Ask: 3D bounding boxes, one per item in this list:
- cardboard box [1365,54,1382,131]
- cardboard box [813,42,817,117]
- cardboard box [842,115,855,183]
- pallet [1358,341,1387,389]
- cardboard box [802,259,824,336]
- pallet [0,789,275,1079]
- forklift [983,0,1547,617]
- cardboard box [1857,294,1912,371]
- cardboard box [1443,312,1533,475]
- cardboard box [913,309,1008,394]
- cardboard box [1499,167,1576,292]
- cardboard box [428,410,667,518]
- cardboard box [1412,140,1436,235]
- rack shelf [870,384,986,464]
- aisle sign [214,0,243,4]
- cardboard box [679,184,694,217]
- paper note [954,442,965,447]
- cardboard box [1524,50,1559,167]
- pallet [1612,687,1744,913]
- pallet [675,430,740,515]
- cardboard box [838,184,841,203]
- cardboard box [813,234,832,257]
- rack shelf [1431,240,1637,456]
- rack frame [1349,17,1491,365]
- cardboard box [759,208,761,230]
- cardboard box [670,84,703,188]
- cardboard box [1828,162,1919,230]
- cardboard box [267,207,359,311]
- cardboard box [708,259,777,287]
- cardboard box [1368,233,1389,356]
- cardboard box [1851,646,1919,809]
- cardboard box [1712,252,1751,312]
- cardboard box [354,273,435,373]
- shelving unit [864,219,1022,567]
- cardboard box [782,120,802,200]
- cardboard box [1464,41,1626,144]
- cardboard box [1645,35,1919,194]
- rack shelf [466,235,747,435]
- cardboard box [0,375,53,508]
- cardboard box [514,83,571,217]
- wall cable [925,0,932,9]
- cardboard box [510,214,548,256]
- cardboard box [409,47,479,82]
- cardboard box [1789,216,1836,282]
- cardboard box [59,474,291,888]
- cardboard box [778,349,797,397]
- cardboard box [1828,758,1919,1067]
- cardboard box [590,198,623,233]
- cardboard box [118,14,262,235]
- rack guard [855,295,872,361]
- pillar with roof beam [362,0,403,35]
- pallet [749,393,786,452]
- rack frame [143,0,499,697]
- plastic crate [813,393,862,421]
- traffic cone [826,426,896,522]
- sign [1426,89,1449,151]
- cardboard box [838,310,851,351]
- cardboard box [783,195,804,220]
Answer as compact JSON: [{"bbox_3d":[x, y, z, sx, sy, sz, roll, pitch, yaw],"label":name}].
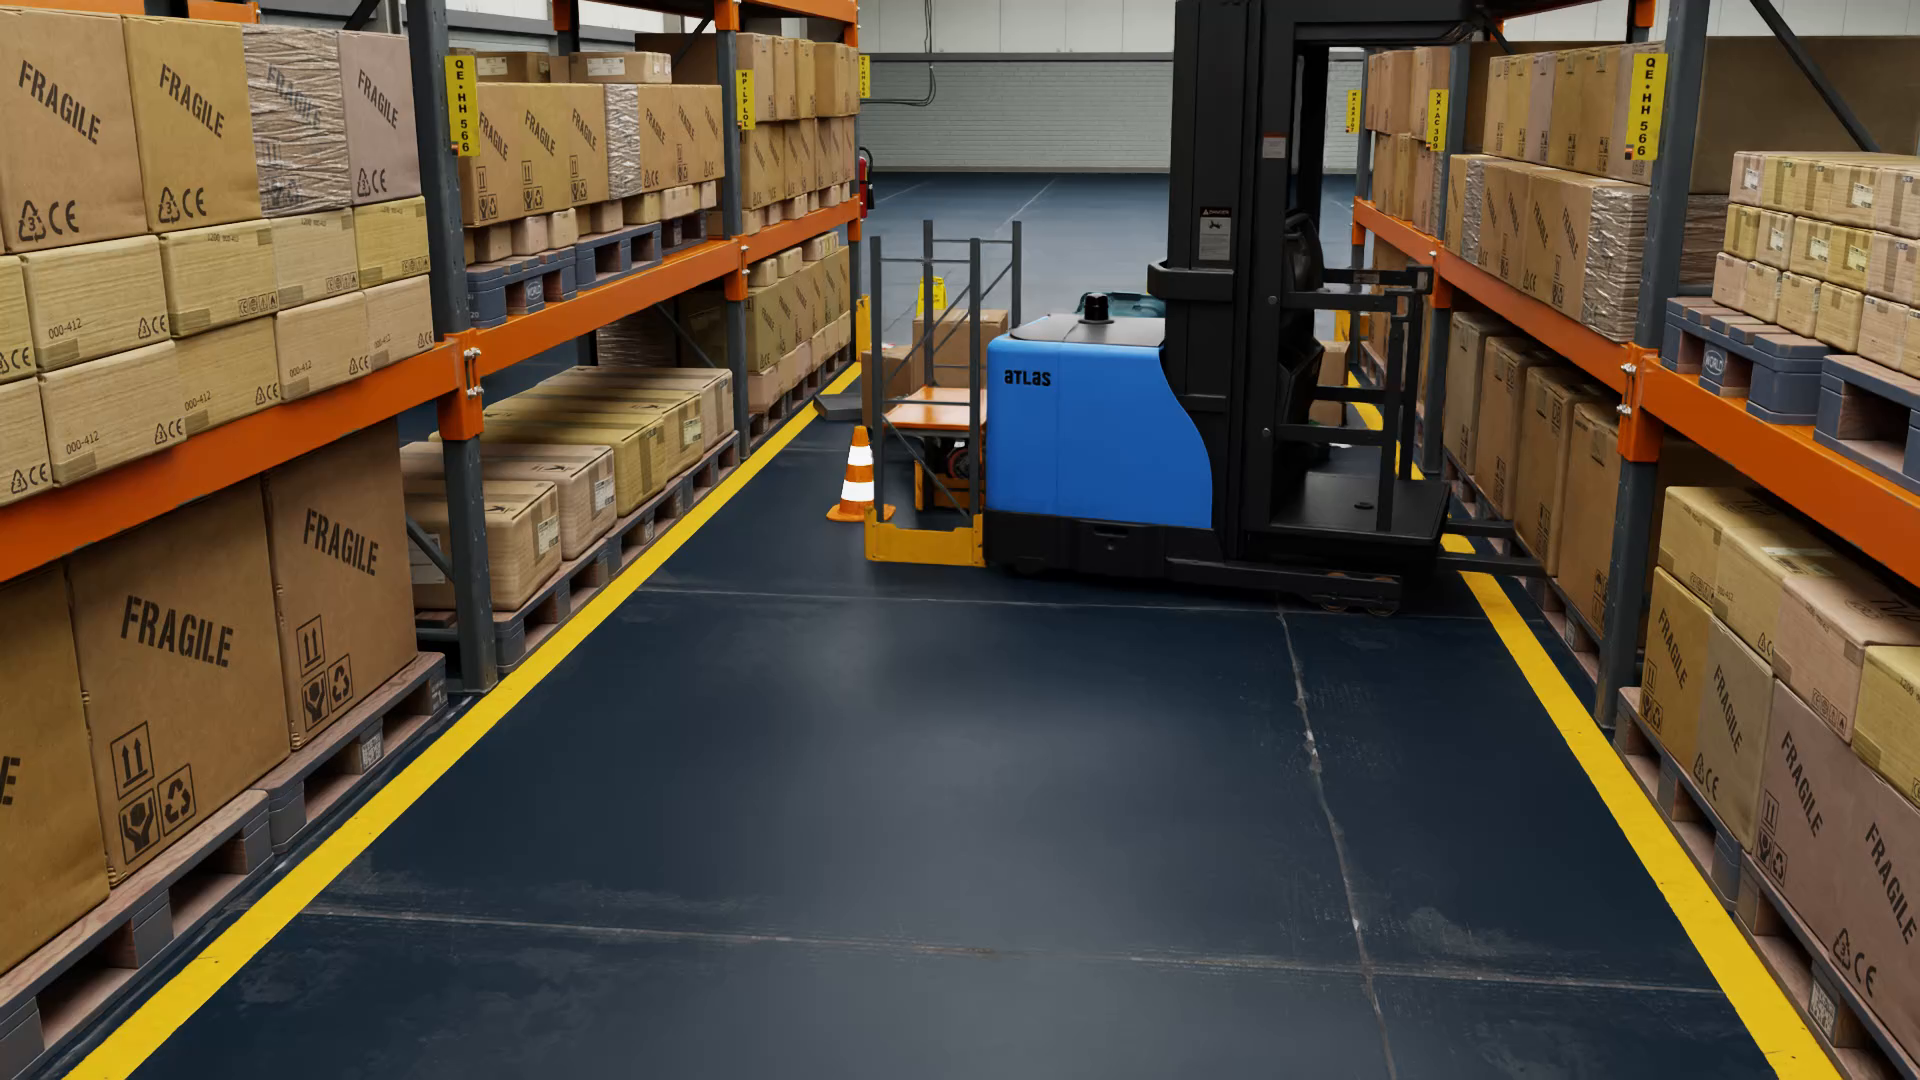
[{"bbox_3d":[3.536,-3.363,12.496,0.875,0.550,0.550,2,15,6],"label":"cardboard box"},{"bbox_3d":[-1.368,-3.128,11.306,0.700,0.500,0.500,2,15,6],"label":"cardboard box"},{"bbox_3d":[-1.101,-3.027,12.848,0.500,0.500,0.500,1,15,5],"label":"cardboard box"},{"bbox_3d":[3.604,-1.308,12.596,1.003,0.211,1.213,2,15,6],"label":"pallet"},{"bbox_3d":[-1.264,-1.740,11.875,0.500,0.500,0.500,1,15,5],"label":"cardboard box"},{"bbox_3d":[-2.520,0.955,4.226,1.003,0.211,1.213,2,15,6],"label":"pallet"},{"bbox_3d":[1.677,-1.250,7.168,3.031,2.935,1.130,5,16,19],"label":"forklift"},{"bbox_3d":[2.346,-0.482,3.874,0.380,0.149,0.250,2,15,8],"label":"cardboard box"},{"bbox_3d":[3.184,-0.780,8.805,1.050,0.750,0.750,2,15,6],"label":"cardboard box"},{"bbox_3d":[0.007,-1.061,9.676,0.500,0.500,0.500,2,15,6],"label":"cardboard box"},{"bbox_3d":[2.665,-1.354,7.232,0.500,0.500,0.500,2,15,7],"label":"cardboard box"},{"bbox_3d":[-1.976,-0.377,8.041,0.950,0.372,0.625,2,15,8],"label":"cardboard box"},{"bbox_3d":[3.234,-2.138,10.037,0.875,0.550,0.550,2,15,6],"label":"cardboard box"},{"bbox_3d":[-0.047,-0.580,8.124,0.538,0.185,1.000,3,15,12],"label":"rack shelf"},{"bbox_3d":[-5.947,-4.392,13.679,0.394,0.787,0.004,2,15,6],"label":"aisle sign"},{"bbox_3d":[-1.589,-1.750,8.565,0.380,0.149,0.250,1,15,5],"label":"cardboard box"},{"bbox_3d":[-0.010,-0.600,10.323,0.148,0.019,0.142,2,15,6],"label":"paper note"},{"bbox_3d":[3.001,-1.964,7.572,0.700,0.500,0.500,2,15,7],"label":"cardboard box"},{"bbox_3d":[2.624,0.759,4.949,1.003,0.211,1.213,2,15,6],"label":"pallet"},{"bbox_3d":[-1.851,-0.398,9.230,1.003,0.211,1.213,2,15,6],"label":"pallet"},{"bbox_3d":[-1.112,-2.624,12.602,0.380,0.149,0.250,1,15,5],"label":"cardboard box"},{"bbox_3d":[-1.151,-2.156,12.175,0.380,0.149,0.250,2,15,7],"label":"cardboard box"},{"bbox_3d":[2.939,-0.961,7.347,1.077,0.370,4.000,2,15,6],"label":"rack shelf"},{"bbox_3d":[3.616,-2.864,13.008,1.000,3.000,0.127,2,15,6],"label":"rack frame"},{"bbox_3d":[-1.434,-1.964,10.161,0.380,0.149,0.250,2,15,8],"label":"cardboard box"},{"bbox_3d":[-1.644,-2.086,8.563,0.500,0.500,0.500,2,15,7],"label":"cardboard box"},{"bbox_3d":[2.379,-0.842,4.066,0.380,0.149,0.250,1,15,4],"label":"cardboard box"},{"bbox_3d":[-2.073,-0.812,4.747,0.500,0.250,0.500,1,15,5],"label":"cardboard box"},{"bbox_3d":[-1.356,-1.673,10.385,0.380,0.149,0.250,2,15,7],"label":"cardboard box"},{"bbox_3d":[3.605,-1.863,12.573,0.875,0.875,0.875,2,15,7],"label":"cardboard box"},{"bbox_3d":[2.212,0.419,3.413,0.500,0.250,0.500,1,15,4],"label":"cardboard box"},{"bbox_3d":[2.463,-0.761,4.905,0.380,0.149,0.250,1,15,5],"label":"cardboard box"},{"bbox_3d":[-2.015,-0.698,5.283,0.500,0.250,0.500,1,15,4],"label":"cardboard box"},{"bbox_3d":[-0.049,-0.752,8.068,0.587,1.500,1.083,3,15,12],"label":"shelving unit"},{"bbox_3d":[-1.335,-2.505,10.917,0.500,0.500,0.500,2,15,6],"label":"cardboard box"},{"bbox_3d":[3.241,-2.515,9.361,0.875,0.550,0.550,2,15,6],"label":"cardboard box"},{"bbox_3d":[2.774,-1.436,5.620,0.700,0.500,0.500,2,15,6],"label":"cardboard box"},{"bbox_3d":[-1.991,-1.080,7.789,1.077,0.370,4.000,2,15,6],"label":"rack shelf"},{"bbox_3d":[-2.225,-0.172,3.339,0.500,0.250,0.500,2,15,6],"label":"cardboard box"},{"bbox_3d":[-1.884,-1.549,6.577,0.500,0.500,0.500,2,15,9],"label":"cardboard box"},{"bbox_3d":[0.500,-15.236,43.542,3.097,2.526,0.112,2,15,6],"label":"wall cable"},{"bbox_3d":[-1.853,-1.211,6.571,0.380,0.149,0.250,1,15,3],"label":"cardboard box"},{"bbox_3d":[-2.312,-2.049,7.185,0.380,0.149,0.250,1,15,4],"label":"cardboard box"},{"bbox_3d":[2.404,-0.755,4.315,0.380,0.149,0.250,1,15,5],"label":"cardboard box"},{"bbox_3d":[-2.481,0.322,4.491,0.875,0.875,0.875,2,15,7],"label":"cardboard box"},{"bbox_3d":[-1.381,-1.106,10.967,0.500,0.250,0.500,3,15,9],"label":"cardboard box"},{"bbox_3d":[2.216,0.787,3.490,0.500,0.500,0.500,1,15,5],"label":"cardboard box"},{"bbox_3d":[-1.764,-1.487,7.591,0.380,0.149,0.250,2,15,8],"label":"cardboard box"},{"bbox_3d":[-2.127,-1.036,4.140,0.500,0.500,0.500,2,15,6],"label":"cardboard box"},{"bbox_3d":[-1.322,-1.757,13.703,1.175,0.500,0.348,2,15,6],"label":"rack guard"},{"bbox_3d":[-2.265,-7.300,17.920,9.100,9.000,0.400,2,15,6],"label":"pillar with roof beam"},{"bbox_3d":[-1.724,-0.775,10.625,1.003,0.211,1.213,2,15,6],"label":"pallet"},{"bbox_3d":[-2.216,-0.909,5.777,1.000,3.000,0.127,2,15,6],"label":"rack frame"},{"bbox_3d":[-0.773,-0.920,11.411,0.402,0.080,0.583,-4,16,-13],"label":"plastic crate"},{"bbox_3d":[-0.514,-0.359,8.603,0.336,0.463,0.334,2,15,6],"label":"traffic cone"},{"bbox_3d":[2.613,-2.299,9.107,0.100,0.325,0.005,2,15,6],"label":"sign"},{"bbox_3d":[-1.140,-1.635,12.926,0.500,0.250,0.500,2,15,6],"label":"cardboard box"},{"bbox_3d":[-1.257,-2.229,11.139,0.380,0.149,0.250,2,15,7],"label":"cardboard box"}]
